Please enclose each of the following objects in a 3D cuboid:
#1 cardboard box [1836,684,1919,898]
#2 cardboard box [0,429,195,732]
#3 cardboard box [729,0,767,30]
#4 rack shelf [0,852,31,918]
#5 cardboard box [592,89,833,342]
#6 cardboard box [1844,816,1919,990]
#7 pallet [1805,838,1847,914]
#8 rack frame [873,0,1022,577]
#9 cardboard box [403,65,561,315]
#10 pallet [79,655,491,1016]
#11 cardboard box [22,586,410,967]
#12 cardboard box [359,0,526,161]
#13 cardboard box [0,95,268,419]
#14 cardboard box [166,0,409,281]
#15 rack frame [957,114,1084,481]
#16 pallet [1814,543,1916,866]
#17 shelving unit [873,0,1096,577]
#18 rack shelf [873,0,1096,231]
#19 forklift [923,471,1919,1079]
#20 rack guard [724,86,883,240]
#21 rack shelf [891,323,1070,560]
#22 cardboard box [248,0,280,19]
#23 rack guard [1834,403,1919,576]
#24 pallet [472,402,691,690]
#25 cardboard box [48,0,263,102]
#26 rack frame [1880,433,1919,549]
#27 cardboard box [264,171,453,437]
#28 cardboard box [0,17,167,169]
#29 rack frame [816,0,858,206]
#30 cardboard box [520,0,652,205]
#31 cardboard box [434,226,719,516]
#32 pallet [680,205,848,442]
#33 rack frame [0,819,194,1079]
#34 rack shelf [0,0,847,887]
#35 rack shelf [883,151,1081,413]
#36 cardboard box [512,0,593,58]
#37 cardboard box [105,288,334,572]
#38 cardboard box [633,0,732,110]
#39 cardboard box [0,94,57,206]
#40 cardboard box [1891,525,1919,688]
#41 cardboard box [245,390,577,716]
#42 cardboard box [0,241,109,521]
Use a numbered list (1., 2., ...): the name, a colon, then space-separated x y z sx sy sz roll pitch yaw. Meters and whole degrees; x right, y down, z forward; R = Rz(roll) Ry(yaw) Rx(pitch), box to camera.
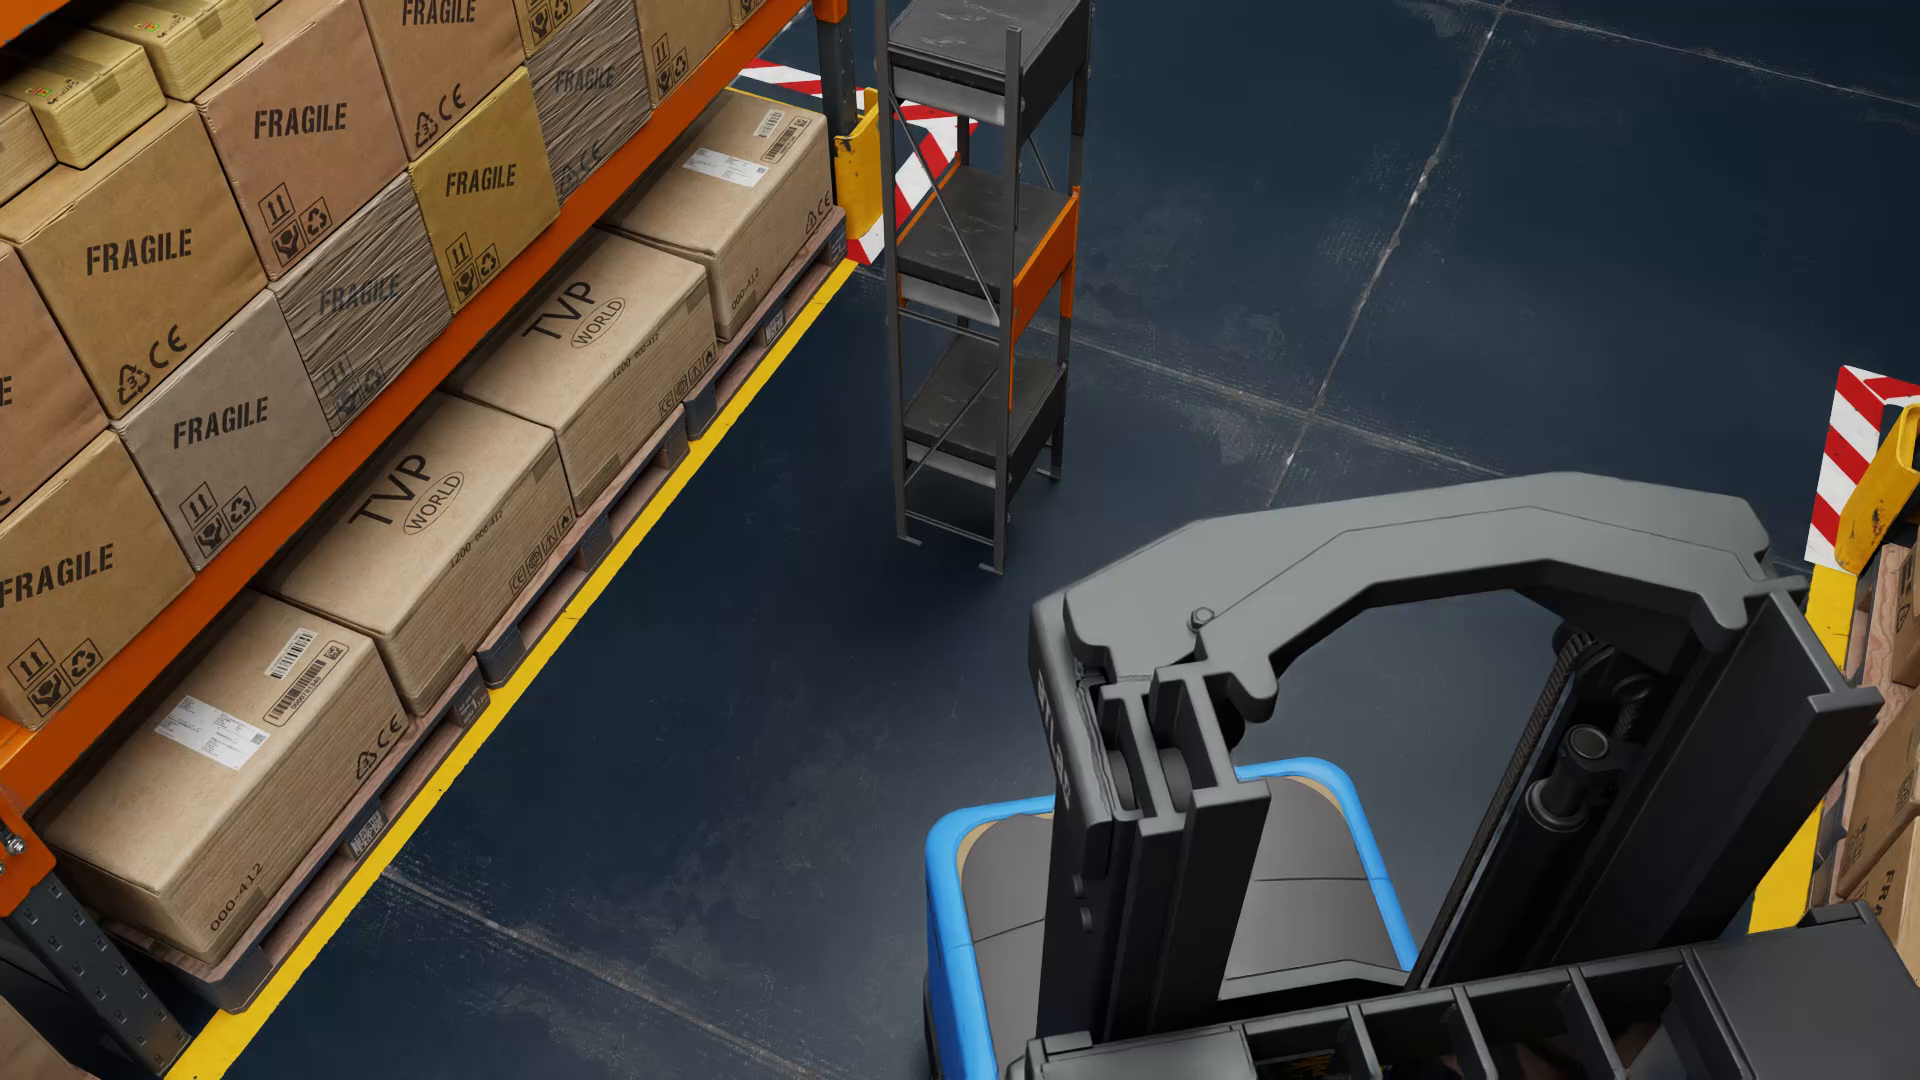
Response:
1. cardboard box: 2.862 0.781 4.482 0.700 0.500 0.500 22 53 18
2. cardboard box: -2.152 0.012 3.704 0.500 0.500 0.500 21 53 17
3. cardboard box: -0.847 -2.086 5.490 0.500 0.500 0.500 20 53 16
4. rack shelf: -3.444 1.893 2.642 1.077 0.370 4.000 20 52 16
5. cardboard box: -1.072 -1.291 6.285 0.875 0.438 0.875 18 52 15
6. cardboard box: 2.545 1.112 4.200 0.500 0.500 0.500 21 53 17
7. pallet: 2.714 1.483 4.350 1.003 0.211 1.213 20 52 16
8. rack frame: -0.034 -0.626 4.904 0.400 2.100 0.015 20 52 16
9. cardboard box: -1.495 -1.028 4.590 0.500 0.500 0.500 21 53 17
10. pallet: -2.194 0.688 5.026 1.003 0.211 1.213 20 52 16
11. cardboard box: -2.224 0.579 4.694 0.875 0.438 0.875 19 52 16
12. cardboard box: -1.499 -1.364 4.219 0.500 0.500 0.500 19 52 16
13. cardboard box: -1.946 -0.669 3.627 0.500 0.500 0.500 19 52 16
14. cardboard box: -1.716 -1.018 3.924 0.500 0.500 0.500 21 53 17
15. rack frame: 0.175 -0.962 5.190 0.400 2.100 0.015 20 52 16
16. pallet: 3.237 0.646 5.062 1.003 0.211 1.213 20 52 16
17. shelving unit: 0.071 -0.794 5.047 0.431 2.100 0.503 20 52 16
18. rack shelf: 0.071 -1.239 4.525 0.431 0.518 0.480 20 52 16
19. forklift: 0.665 1.419 2.618 1.130 2.935 3.031 -8 50 -6
20. rack guard: -0.870 -1.678 6.850 1.175 0.500 0.348 20 52 16
21. rack shelf: 0.071 -0.332 5.591 0.431 0.518 0.480 20 52 16
22. cardboard box: -1.719 -1.313 3.750 0.380 0.149 0.250 20 52 16
23. rack guard: 3.577 0.003 5.419 1.175 0.500 0.348 20 52 16
24. pallet: -1.674 -0.155 5.743 1.003 0.211 1.213 20 52 16
25. cardboard box: -1.753 -1.113 3.580 0.380 0.149 0.250 18 52 15
26. rack frame: 3.609 -0.859 4.512 1.000 3.000 0.127 20 52 16
27. cardboard box: -1.715 -0.673 4.288 0.500 0.500 0.500 20 53 16
28. cardboard box: -1.892 -0.940 3.432 0.380 0.149 0.250 19 52 16
29. rack frame: -0.880 -2.472 5.884 1.000 3.000 0.127 20 52 16
30. cardboard box: -1.286 -1.388 4.896 0.500 0.500 0.500 21 53 17
31. cardboard box: -1.455 -0.658 5.747 0.875 0.438 0.875 21 53 17
32. pallet: -1.151 -0.992 6.456 1.003 0.211 1.213 20 52 16
33. rack frame: -2.589 0.282 3.540 1.000 3.000 0.127 20 52 16
34. rack shelf: -1.735 -0.862 4.986 1.077 0.370 4.000 20 52 16
35. rack shelf: 0.071 -0.786 5.058 0.431 0.518 0.480 20 52 16
36. cardboard box: -1.282 -1.710 4.513 0.500 0.500 0.500 20 52 16
37. cardboard box: -1.933 -0.333 3.998 0.500 0.500 0.500 20 53 16
38. cardboard box: -1.075 -1.745 5.200 0.500 0.500 0.500 19 52 15
39. cardboard box: -2.054 -0.789 3.303 0.380 0.149 0.250 19 52 16
40. cardboard box: 3.262 0.204 4.970 0.797 0.503 0.637 18 52 15
41. cardboard box: -1.842 -0.037 5.219 0.875 0.438 0.875 18 52 15
42. cardboard box: -2.167 -0.323 3.333 0.500 0.500 0.500 20 53 16
